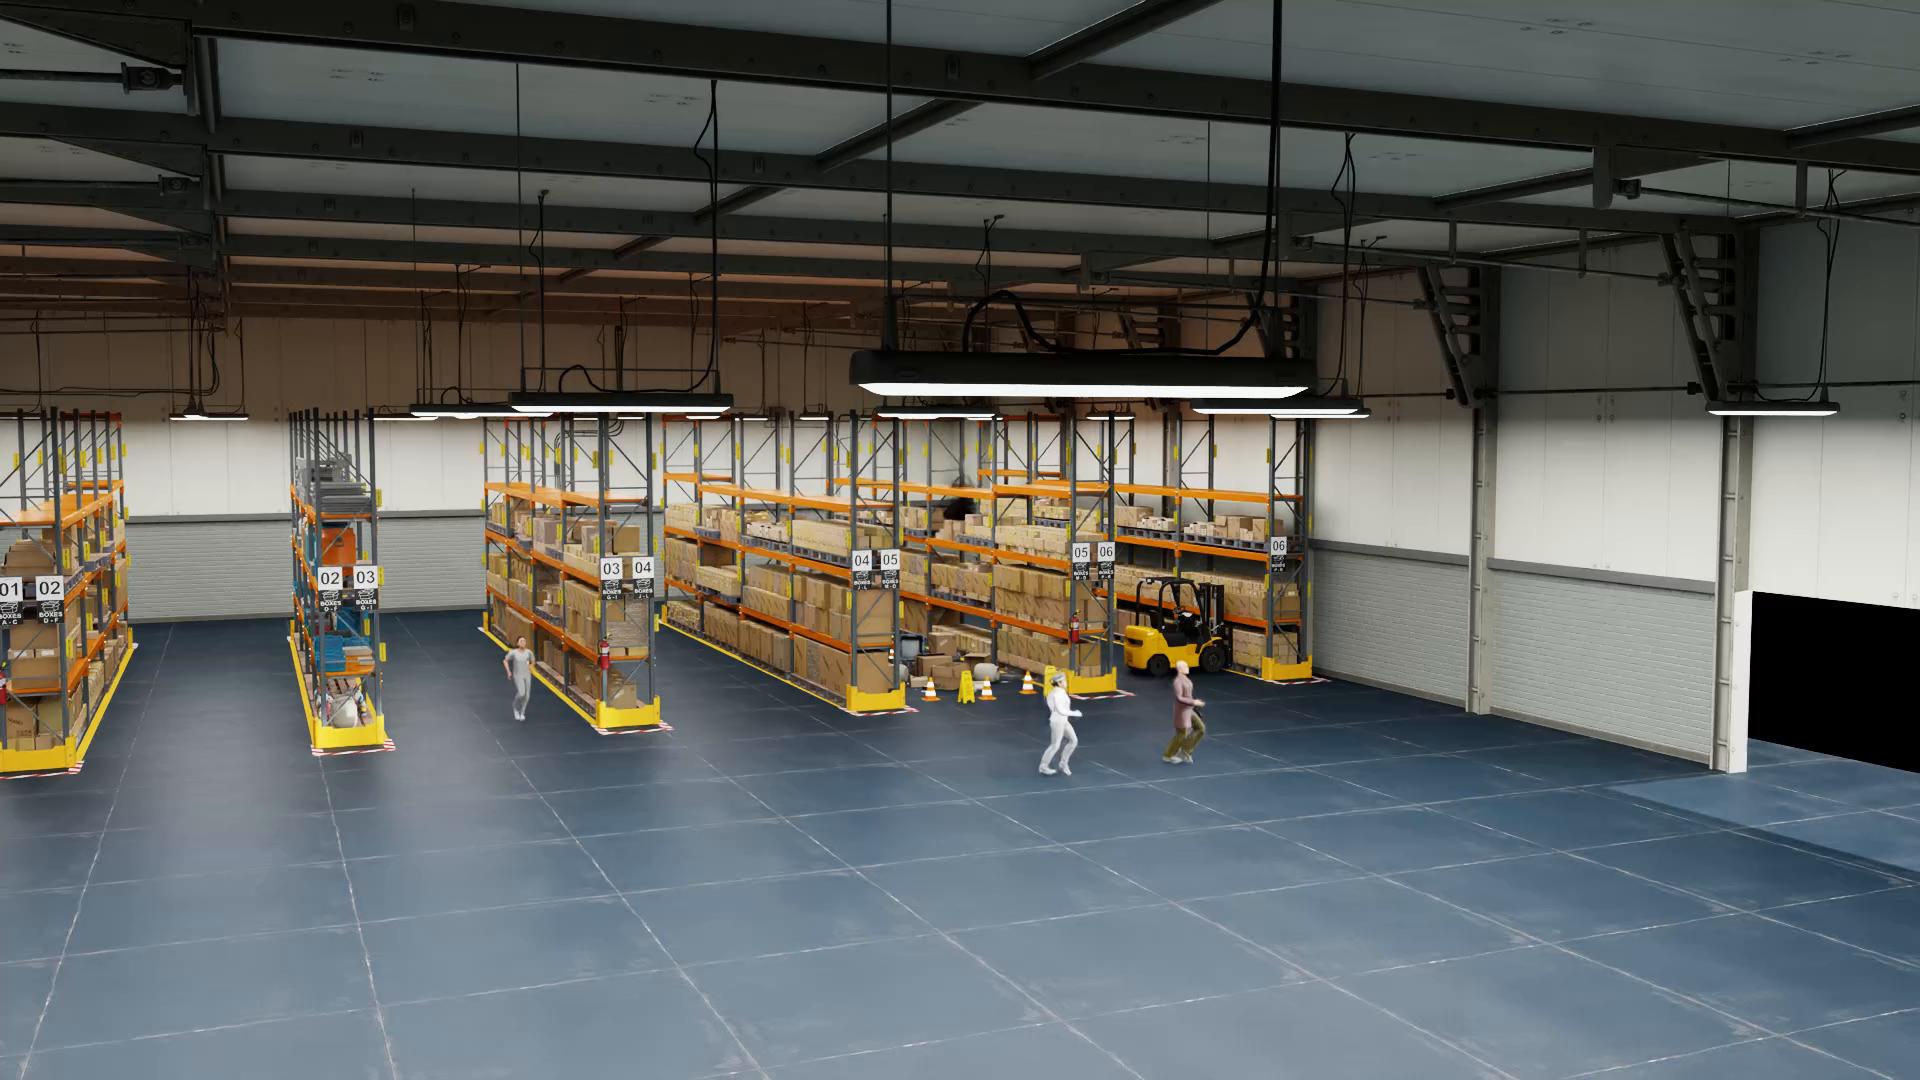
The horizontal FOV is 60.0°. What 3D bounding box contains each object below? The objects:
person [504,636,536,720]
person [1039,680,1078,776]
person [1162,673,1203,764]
[{"bbox_3d":[-8.414,2.653,31.930,0.546,1.635,0.628,-3,5,-34],"label":"person"},{"bbox_3d":[1.597,3.011,27.010,0.622,1.681,0.618,1,4,12],"label":"person"},{"bbox_3d":[3.769,3.003,27.933,0.596,1.566,0.719,2,4,23],"label":"person"}]
